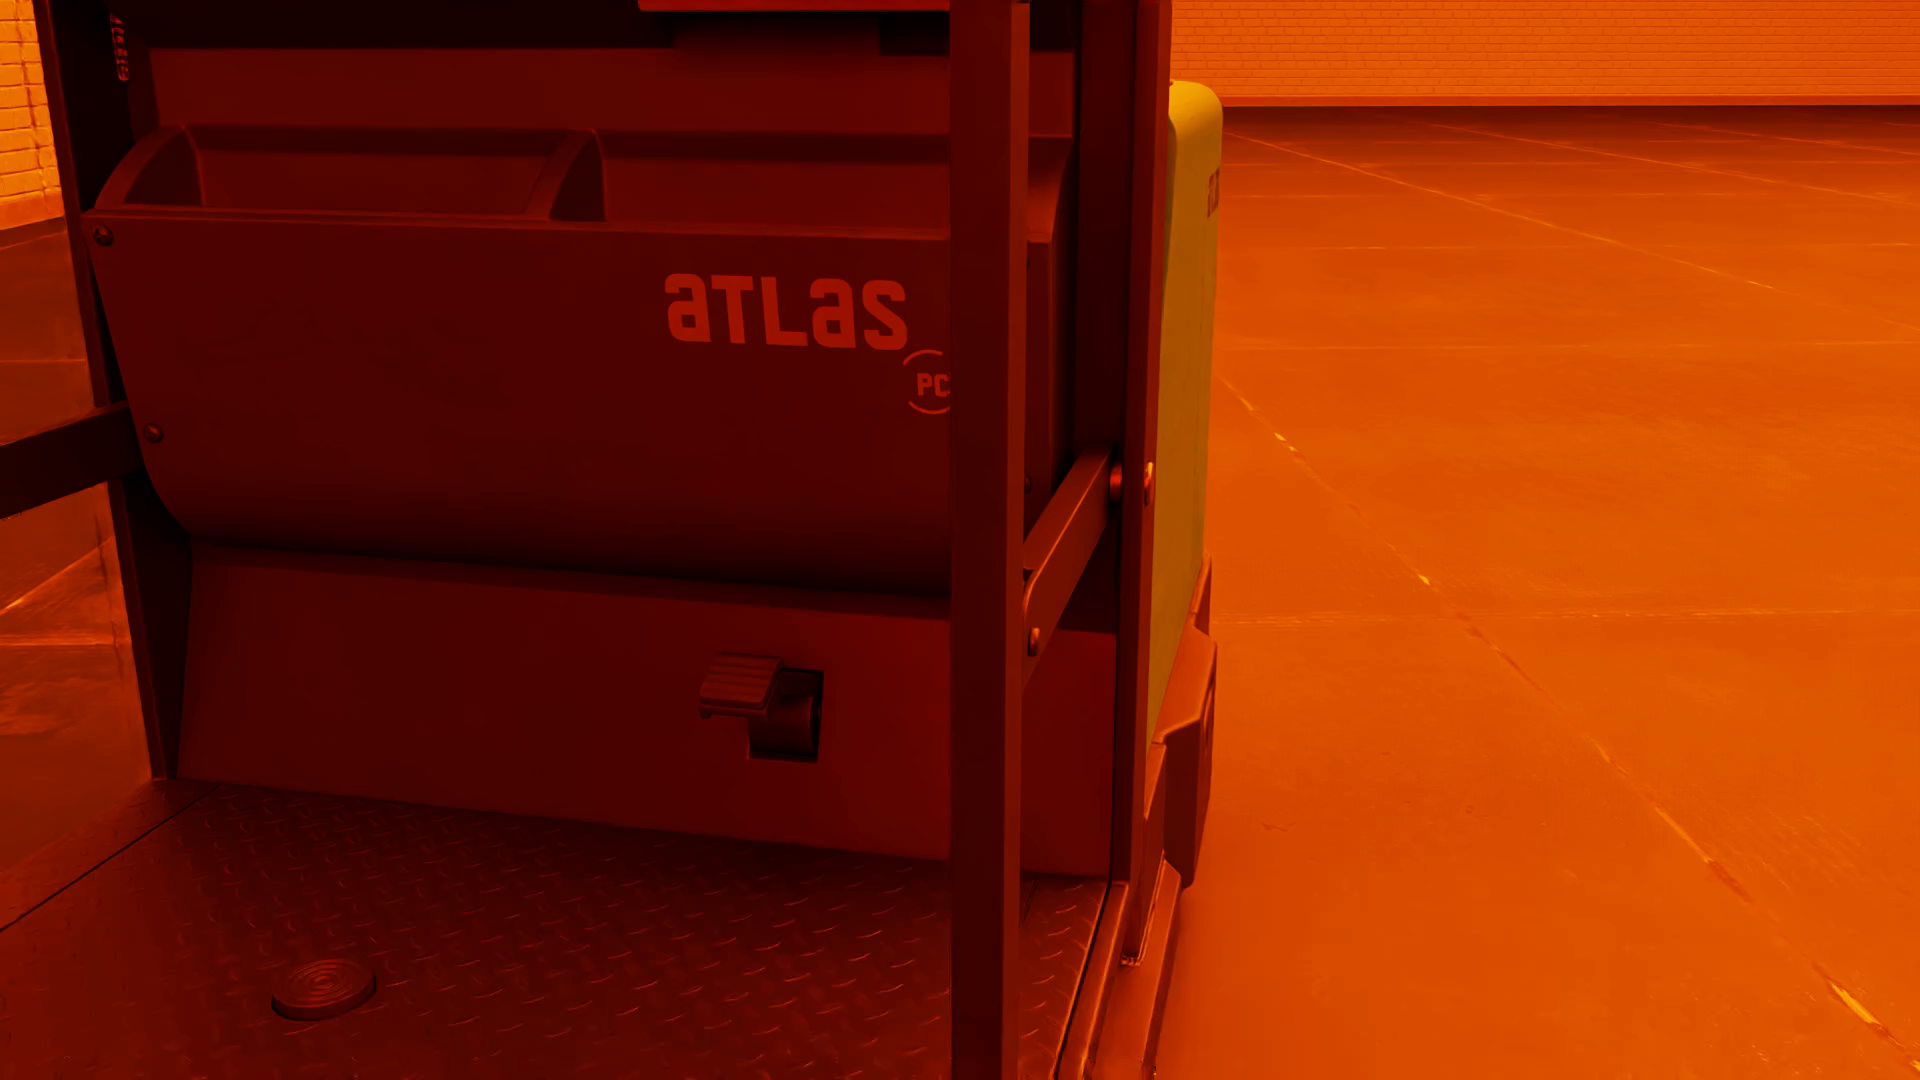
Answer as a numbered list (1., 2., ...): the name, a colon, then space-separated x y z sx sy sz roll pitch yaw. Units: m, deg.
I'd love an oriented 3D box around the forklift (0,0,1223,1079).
1. forklift: -0.407 -0.703 1.207 1.130 2.935 3.031 4 17 12
